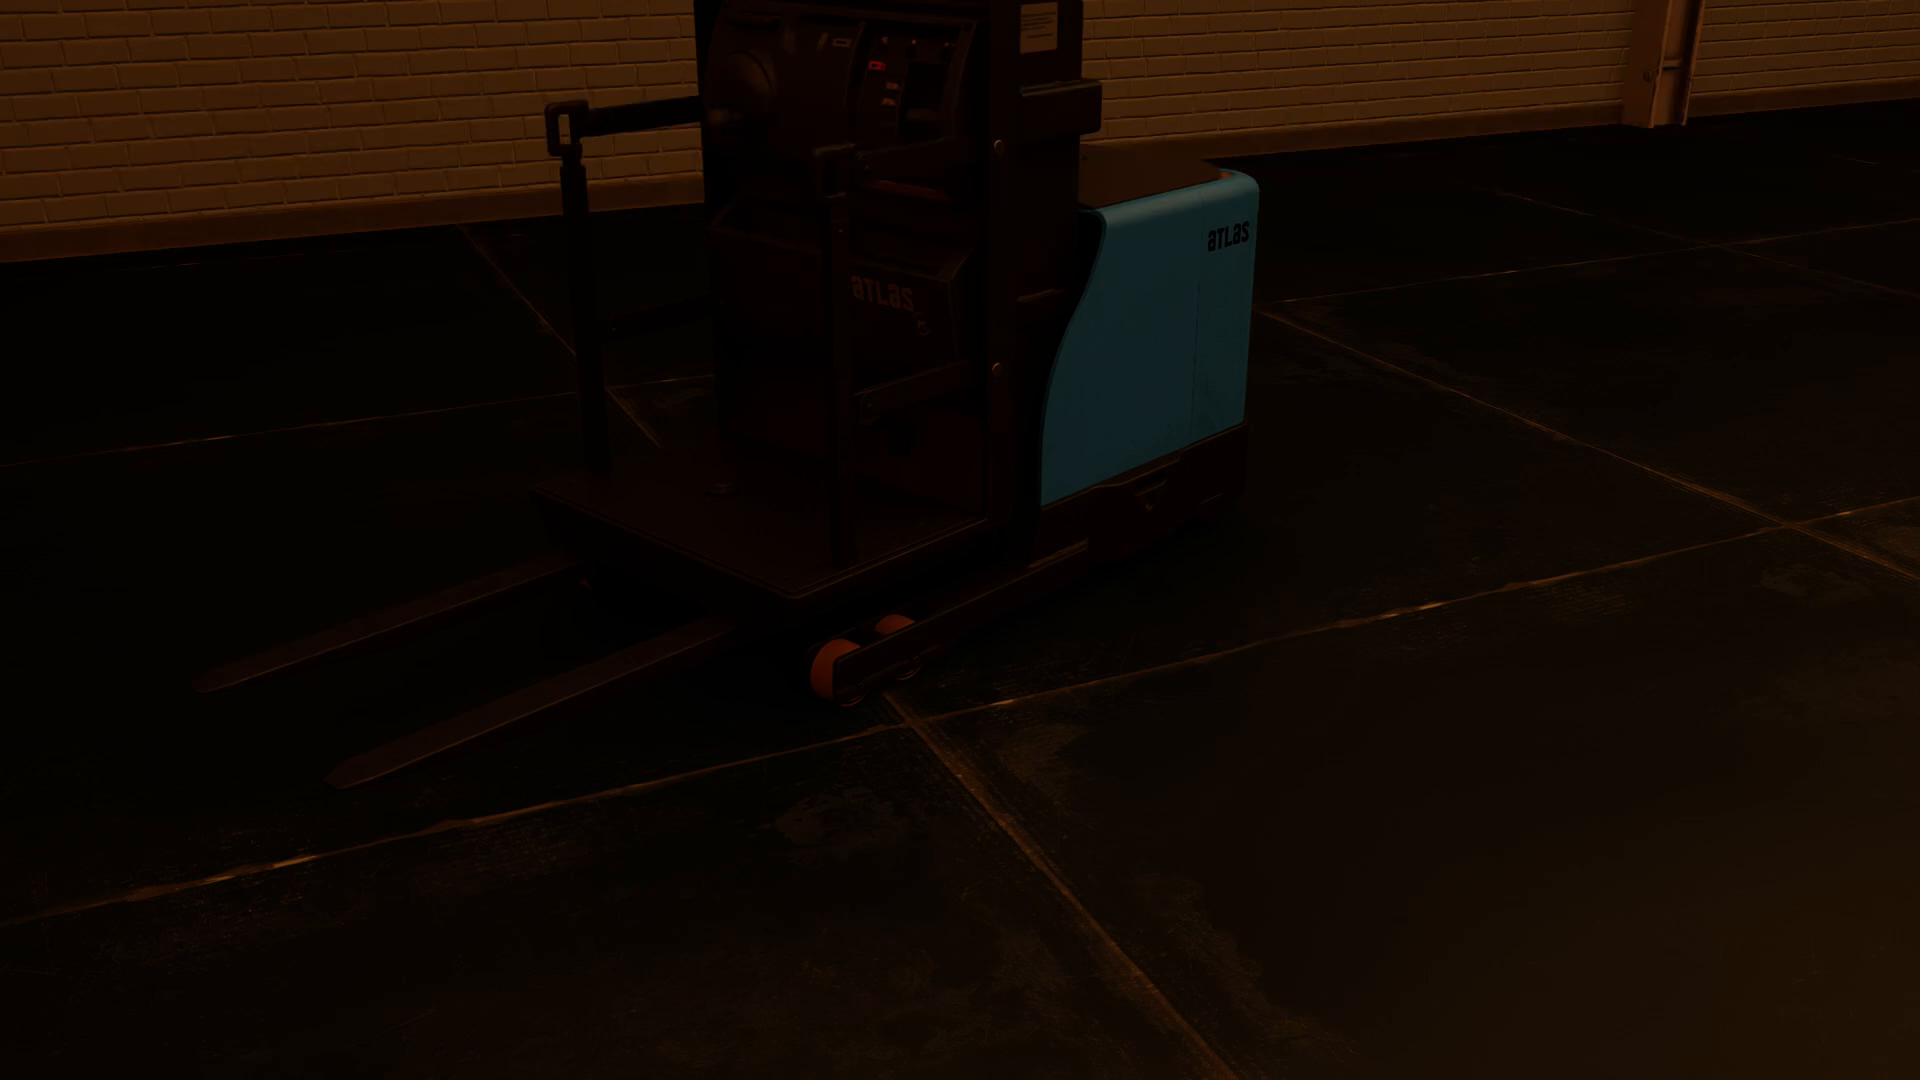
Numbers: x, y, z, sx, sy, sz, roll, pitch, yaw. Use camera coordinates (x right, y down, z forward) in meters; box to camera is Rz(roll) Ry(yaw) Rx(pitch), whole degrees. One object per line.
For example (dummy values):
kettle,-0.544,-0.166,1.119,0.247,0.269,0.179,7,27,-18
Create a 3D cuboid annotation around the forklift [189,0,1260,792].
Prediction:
forklift,-0.464,-1.161,4.081,1.130,2.935,3.031,19,29,39
